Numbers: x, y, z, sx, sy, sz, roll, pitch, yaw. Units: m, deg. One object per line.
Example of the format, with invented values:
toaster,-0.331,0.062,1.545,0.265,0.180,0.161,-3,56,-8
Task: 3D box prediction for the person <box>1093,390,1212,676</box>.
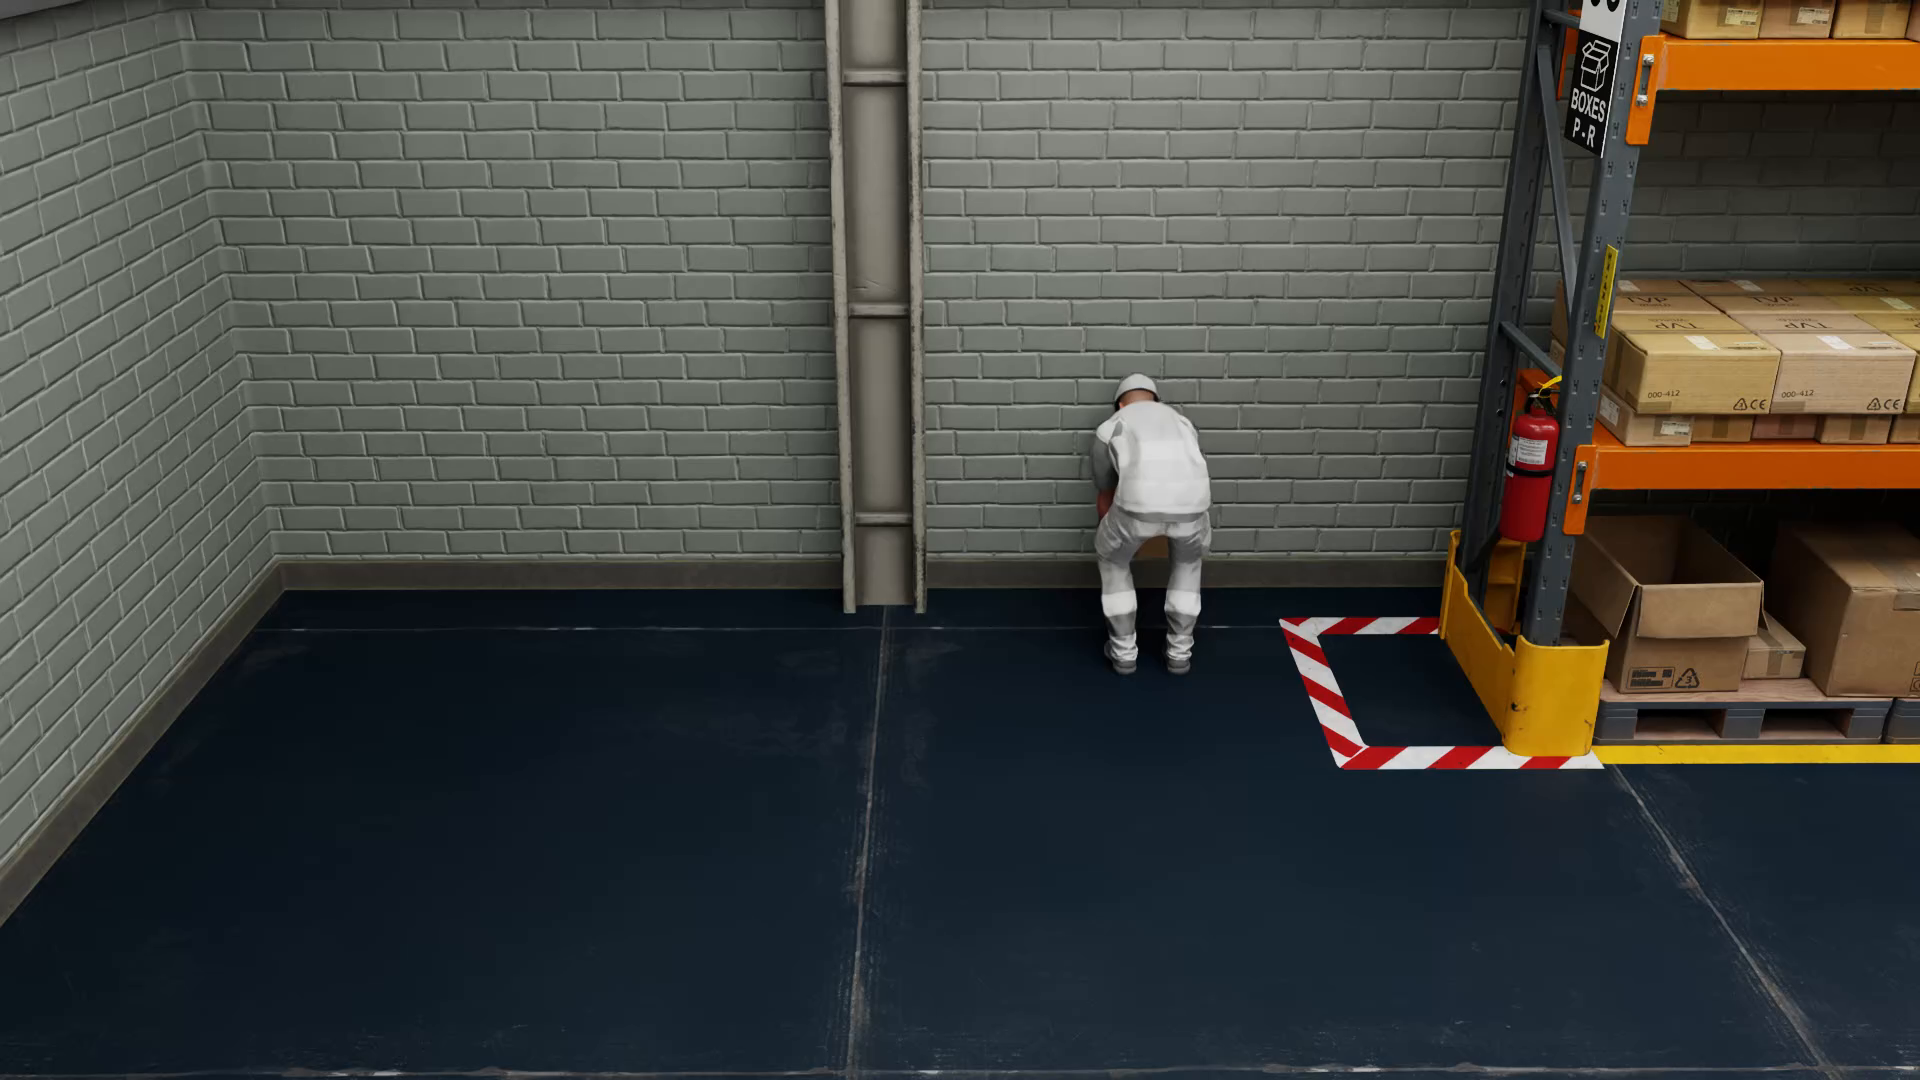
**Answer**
person,0.843,-0.045,7.461,0.517,1.147,0.903,-1,24,-3
